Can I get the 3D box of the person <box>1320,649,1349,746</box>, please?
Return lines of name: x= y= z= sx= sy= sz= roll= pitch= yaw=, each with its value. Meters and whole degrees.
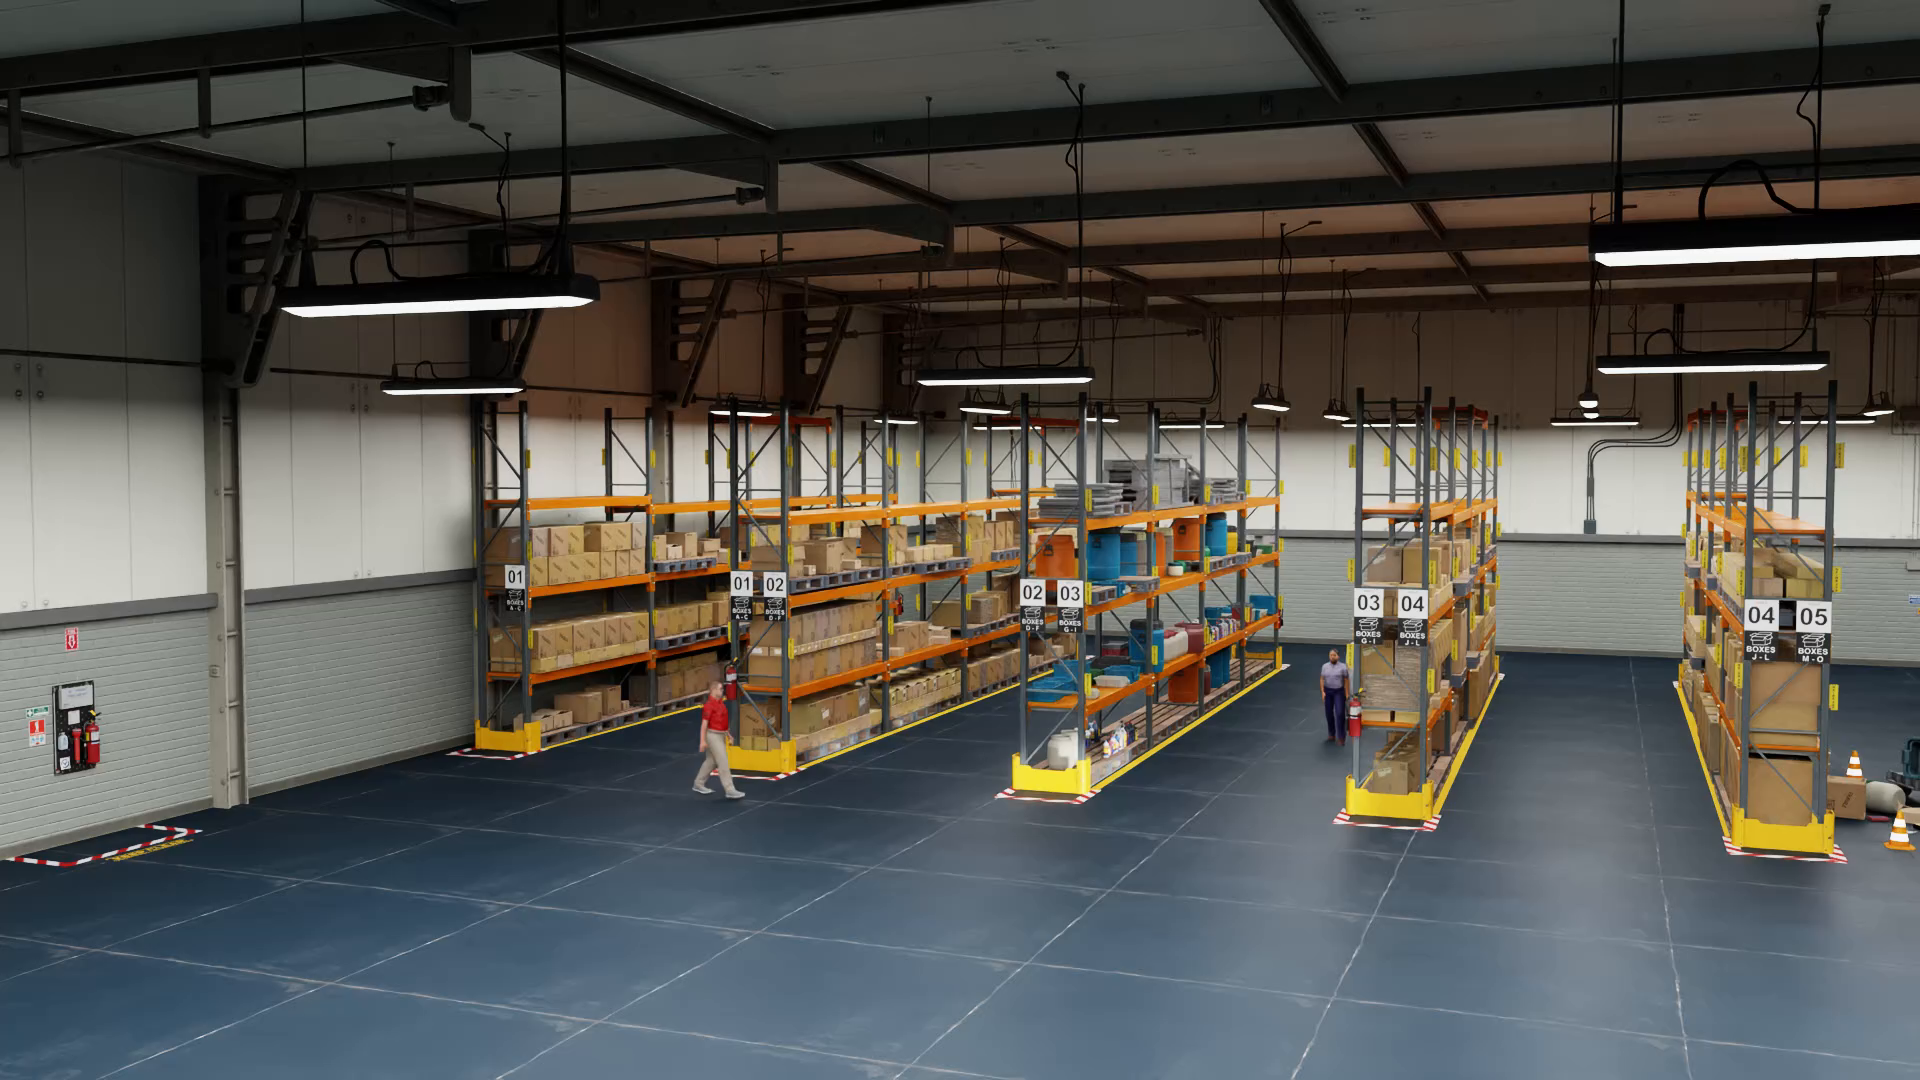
person: x=6.601 y=2.763 z=29.336 sx=0.528 sy=1.673 sz=0.643 roll=2 pitch=3 yaw=32

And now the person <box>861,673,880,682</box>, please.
person: x=-1.901 y=2.501 z=35.246 sx=0.424 sy=1.570 sz=0.775 roll=1 pitch=3 yaw=15

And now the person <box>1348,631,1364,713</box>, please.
person: x=7.776 y=2.609 z=32.501 sx=0.513 sy=1.690 sz=0.706 roll=2 pitch=3 yaw=30

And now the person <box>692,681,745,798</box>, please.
person: x=-3.567 y=2.940 z=24.661 sx=0.900 sy=1.685 sz=0.589 roll=0 pitch=3 yaw=7
